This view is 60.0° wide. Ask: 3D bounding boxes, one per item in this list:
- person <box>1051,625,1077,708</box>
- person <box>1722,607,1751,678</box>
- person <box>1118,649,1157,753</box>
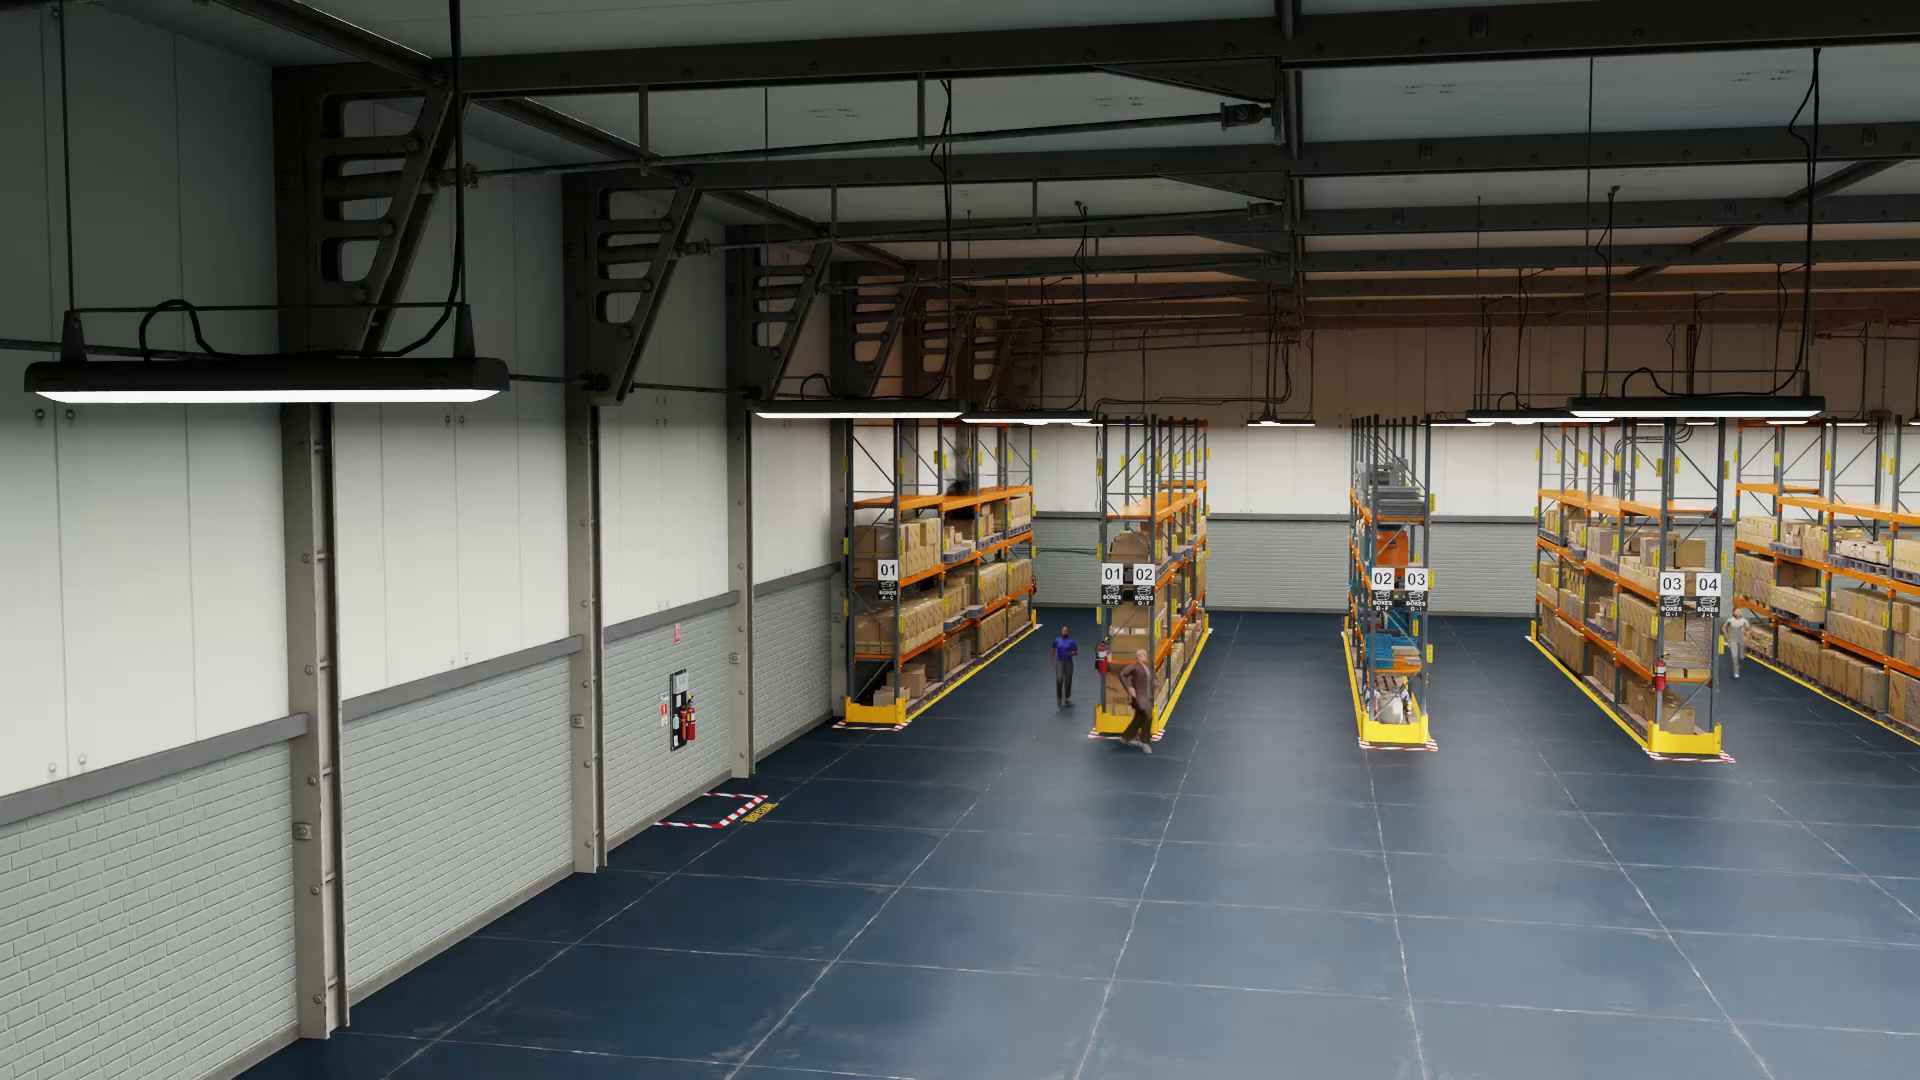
[{"bbox_3d":[2.153,2.617,34.357,0.543,1.701,0.713,0,4,2],"label":"person"},{"bbox_3d":[17.929,2.344,38.407,0.600,1.632,0.769,1,4,18],"label":"person"},{"bbox_3d":[3.208,2.872,29.722,0.736,1.841,0.697,3,5,34],"label":"person"}]
